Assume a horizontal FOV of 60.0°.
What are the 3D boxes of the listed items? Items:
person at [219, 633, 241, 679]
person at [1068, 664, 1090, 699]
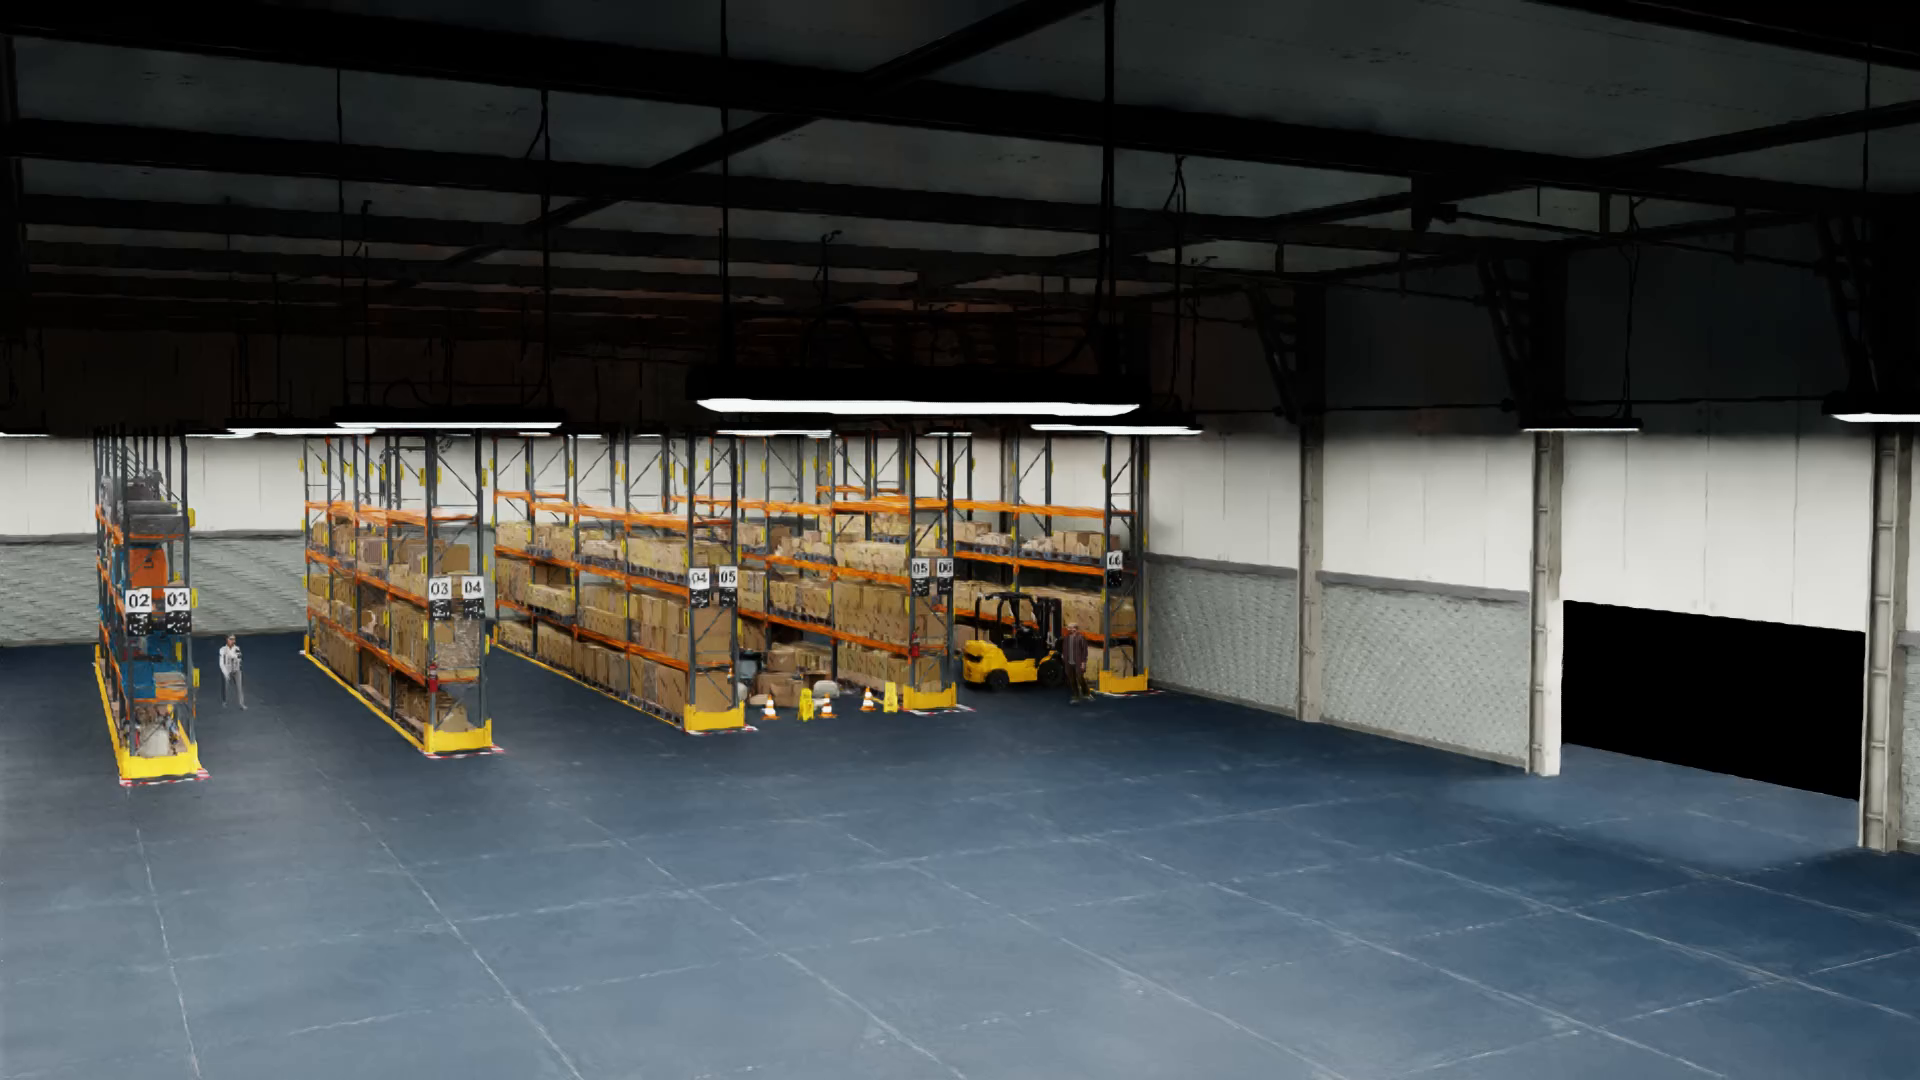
[{"bbox_3d":[-15.397,2.455,35.100,0.483,0.984,0.509,-3,4,-37],"label":"person"},{"bbox_3d":[2.555,2.961,35.993,0.478,0.991,0.456,2,4,33],"label":"person"}]
